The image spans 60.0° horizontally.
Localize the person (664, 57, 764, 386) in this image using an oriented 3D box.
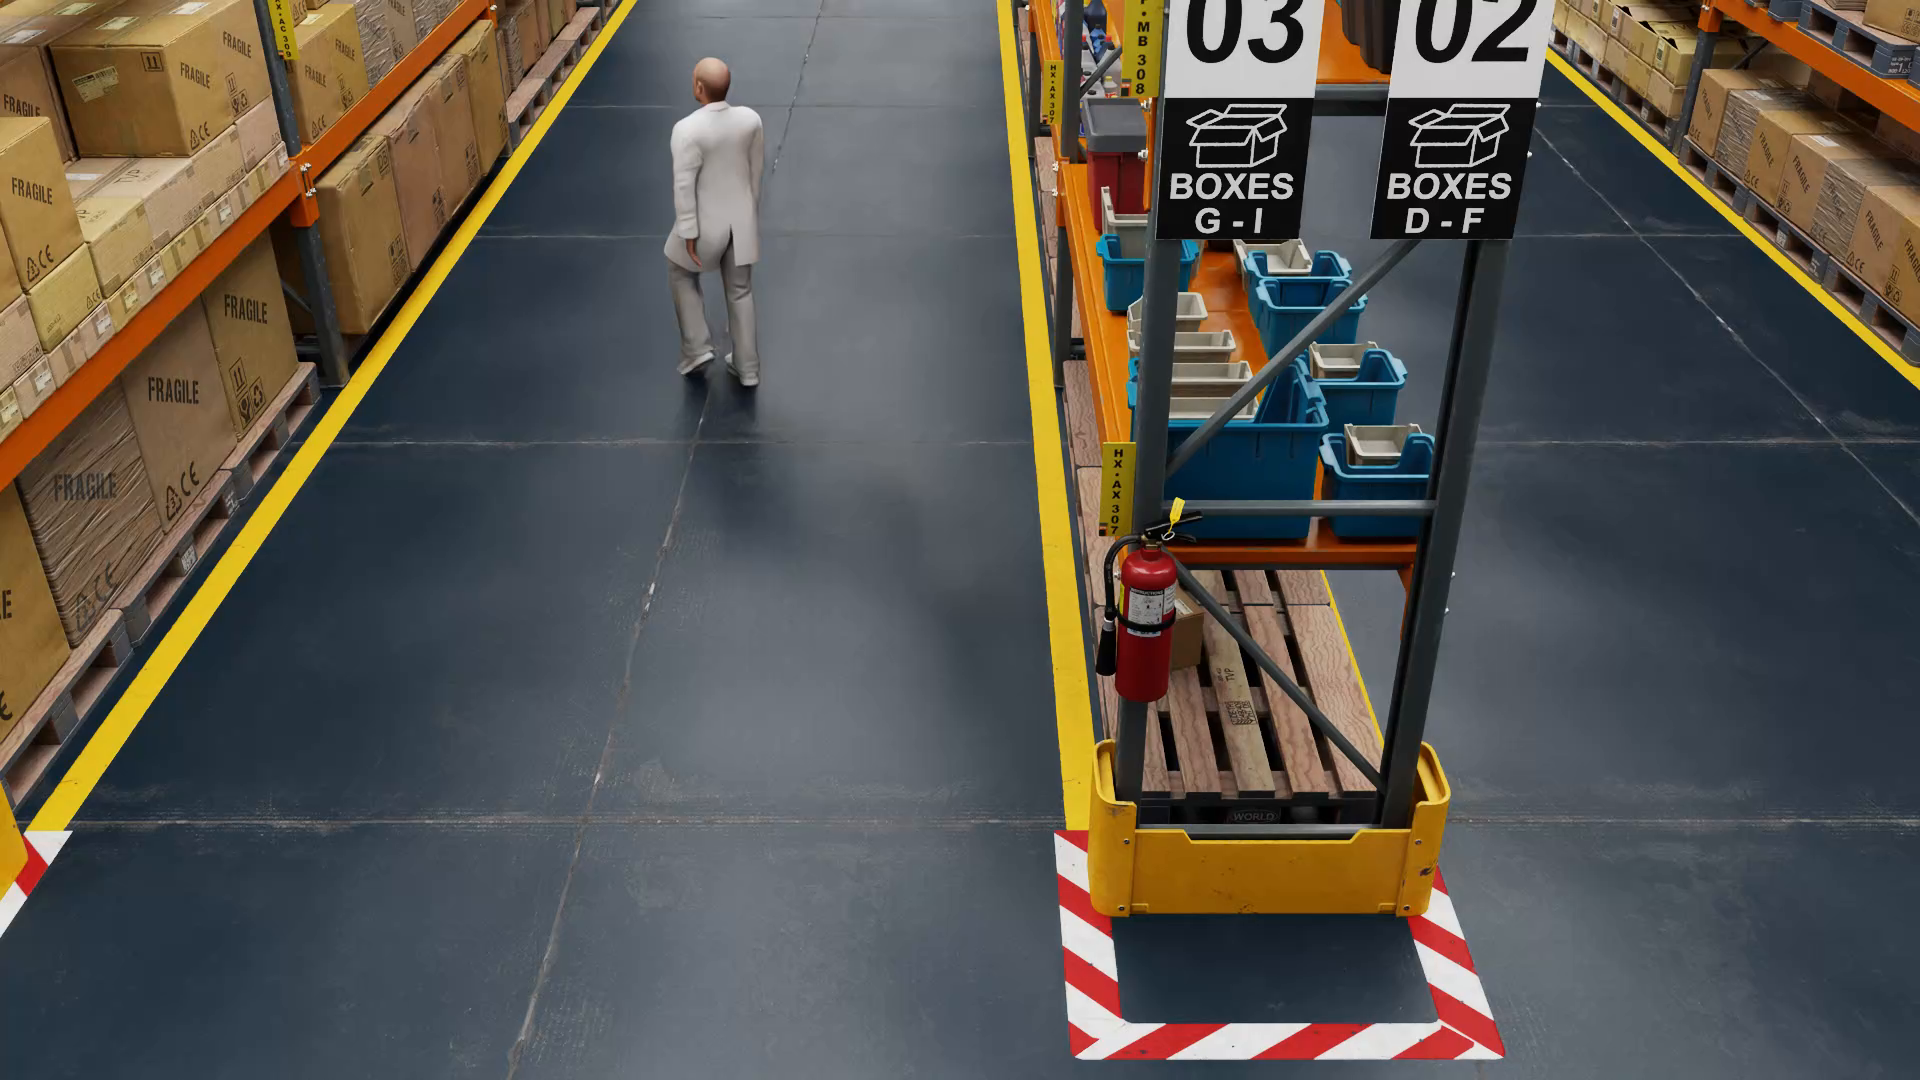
[{"bbox_3d":[-1.303,-1.677,8.953,0.572,1.848,0.576,-18,35,-27],"label":"person"}]
